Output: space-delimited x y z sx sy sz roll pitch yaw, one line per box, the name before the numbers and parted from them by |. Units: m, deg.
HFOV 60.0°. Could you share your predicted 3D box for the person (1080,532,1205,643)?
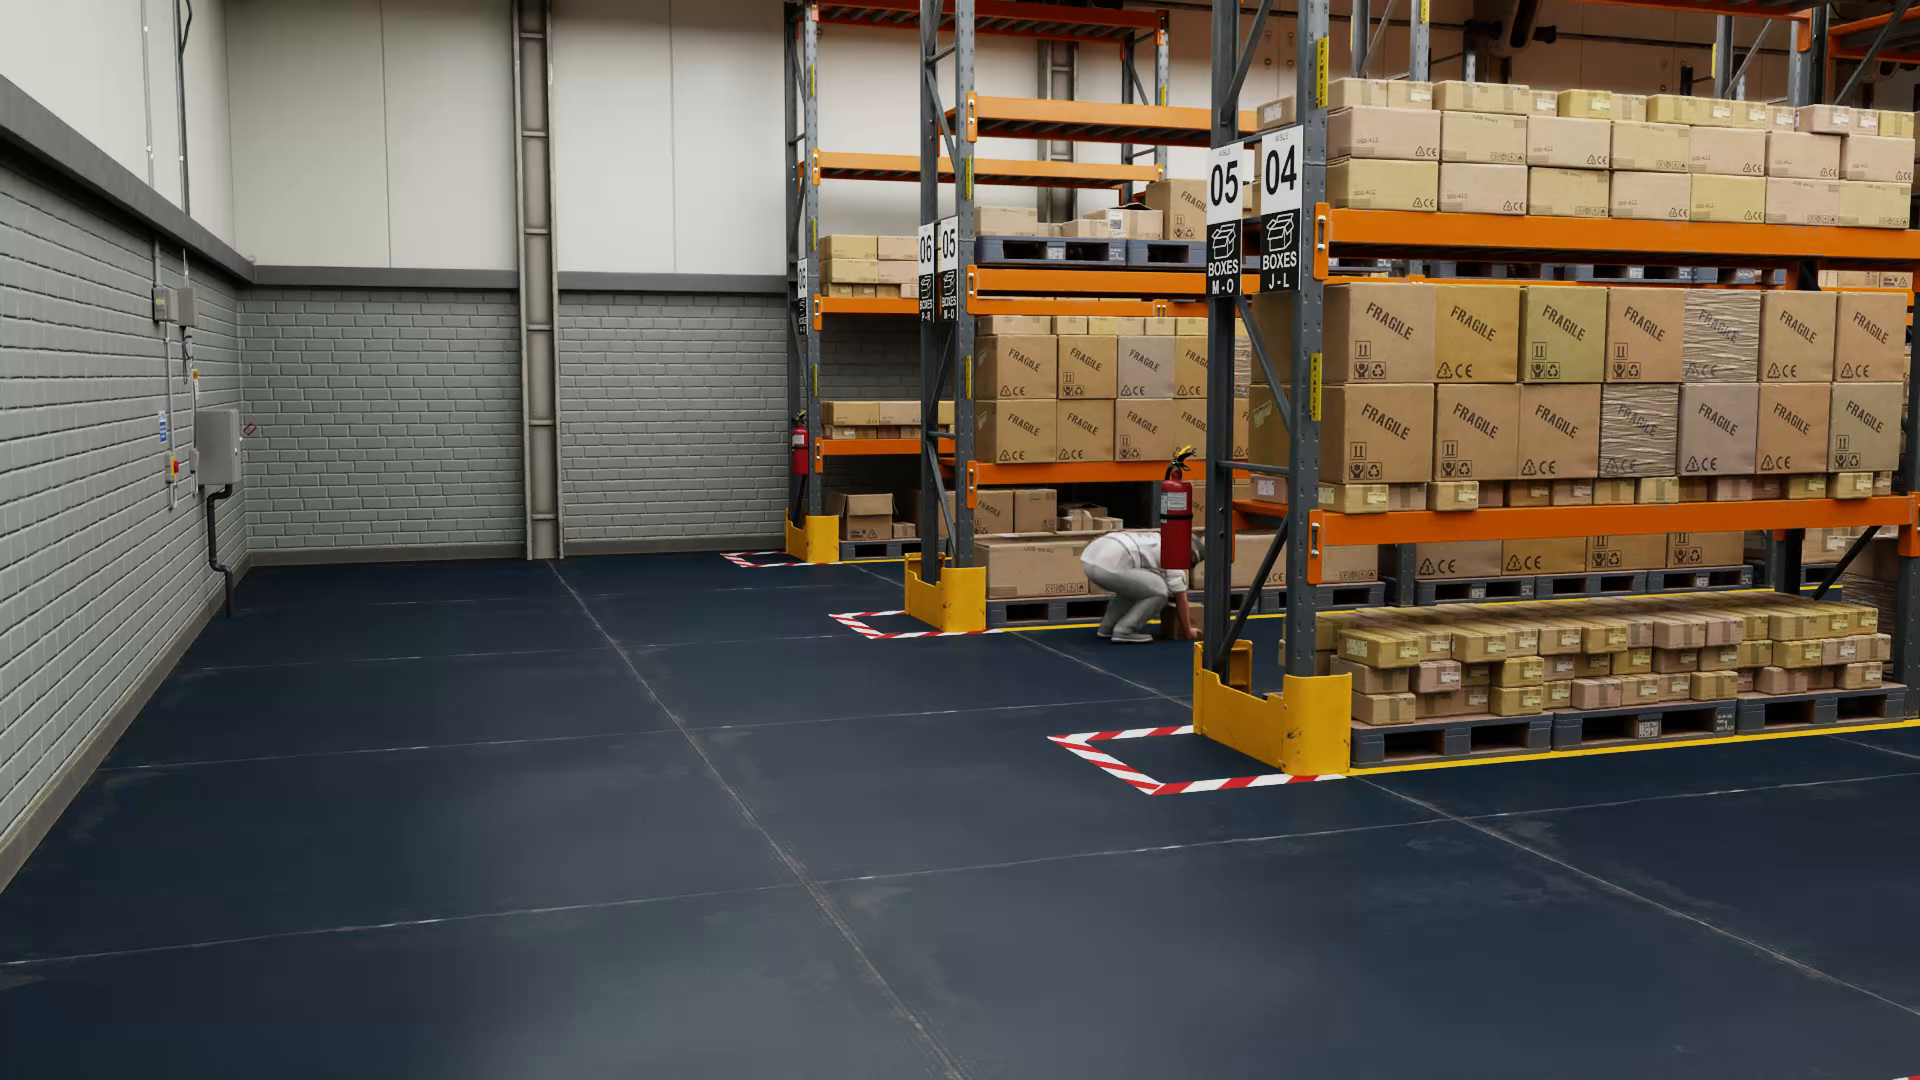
person | 1.410 0.352 12.563 1.031 0.840 0.532 -2 6 -21
